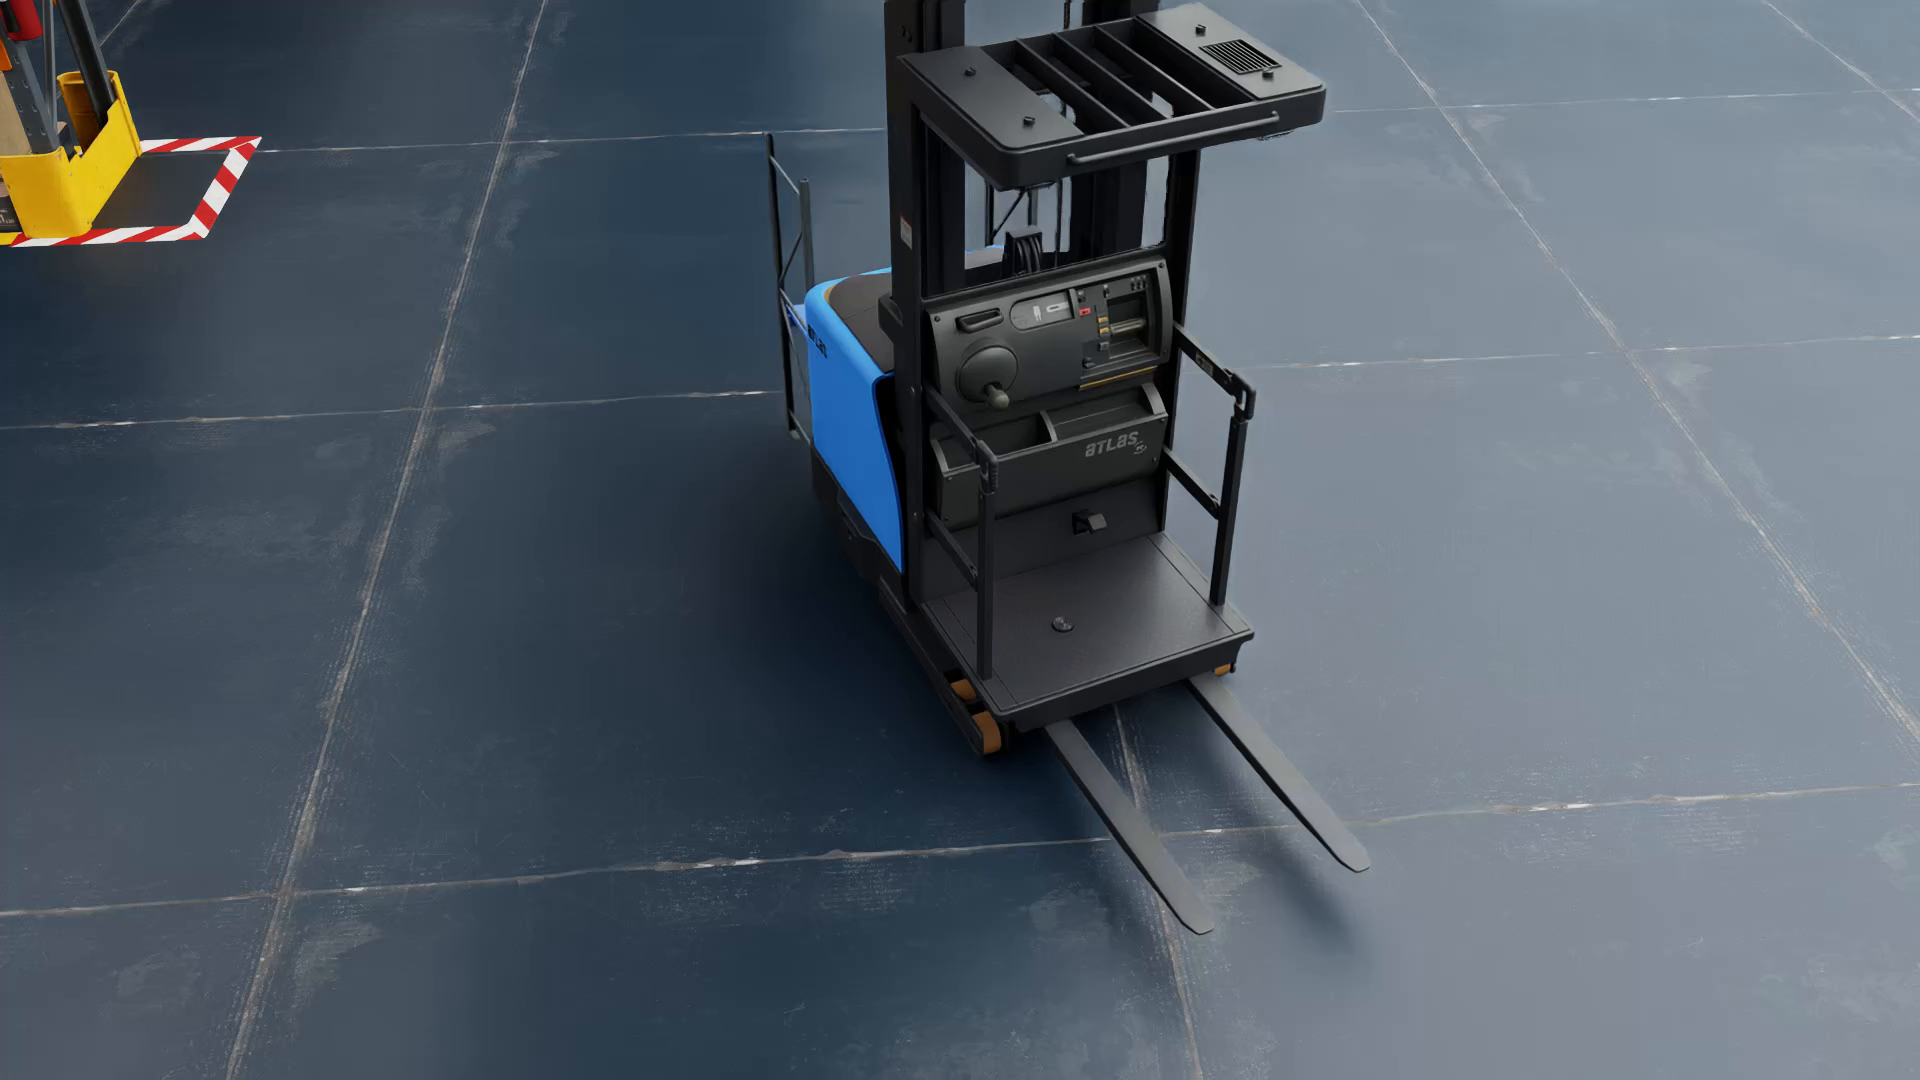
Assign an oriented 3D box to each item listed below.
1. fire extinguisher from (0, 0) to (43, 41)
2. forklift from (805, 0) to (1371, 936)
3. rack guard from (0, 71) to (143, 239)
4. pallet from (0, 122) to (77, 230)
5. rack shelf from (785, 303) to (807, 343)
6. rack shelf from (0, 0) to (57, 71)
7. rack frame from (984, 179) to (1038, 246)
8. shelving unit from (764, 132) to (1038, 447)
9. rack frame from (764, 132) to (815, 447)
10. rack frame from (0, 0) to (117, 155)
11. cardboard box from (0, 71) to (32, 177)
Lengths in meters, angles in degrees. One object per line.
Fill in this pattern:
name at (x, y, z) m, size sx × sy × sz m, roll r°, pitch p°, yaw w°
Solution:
fire extinguisher at (-4.957, -2.944, 8.623) m, size 0.183 × 0.674 × 0.296 m, roll -3°, pitch 38°, yaw -4°
forklift at (0.423, -0.654, 5.713) m, size 1.130 × 2.935 × 3.031 m, roll -16°, pitch 41°, yaw -19°
rack guard at (-5.187, -2.267, 9.720) m, size 0.348 × 0.500 × 1.175 m, roll -3°, pitch 38°, yaw -4°
pallet at (-6.000, -2.131, 9.781) m, size 1.213 × 0.211 × 1.003 m, roll -3°, pitch 38°, yaw -4°
rack shelf at (-0.247, -0.966, 7.554) m, size 1.000 × 0.185 × 0.538 m, roll -15°, pitch 41°, yaw -18°
rack shelf at (-7.104, -2.861, 9.035) m, size 4.000 × 0.370 × 1.077 m, roll -3°, pitch 38°, yaw -4°
rack frame at (0.222, -1.230, 7.598) m, size 0.032 × 1.500 × 0.500 m, roll -15°, pitch 41°, yaw -18°
shelving unit at (-0.247, -1.107, 7.443) m, size 1.048 × 1.500 × 0.538 m, roll -15°, pitch 41°, yaw -18°
rack frame at (-0.715, -0.985, 7.287) m, size 0.032 × 1.500 × 0.500 m, roll -15°, pitch 41°, yaw -18°
rack frame at (-5.112, -3.253, 8.951) m, size 0.127 × 3.000 × 1.000 m, roll -3°, pitch 38°, yaw -4°
cardboard box at (-5.735, -2.412, 9.565) m, size 0.500 × 0.500 × 0.500 m, roll 4°, pitch 38°, yaw 4°
